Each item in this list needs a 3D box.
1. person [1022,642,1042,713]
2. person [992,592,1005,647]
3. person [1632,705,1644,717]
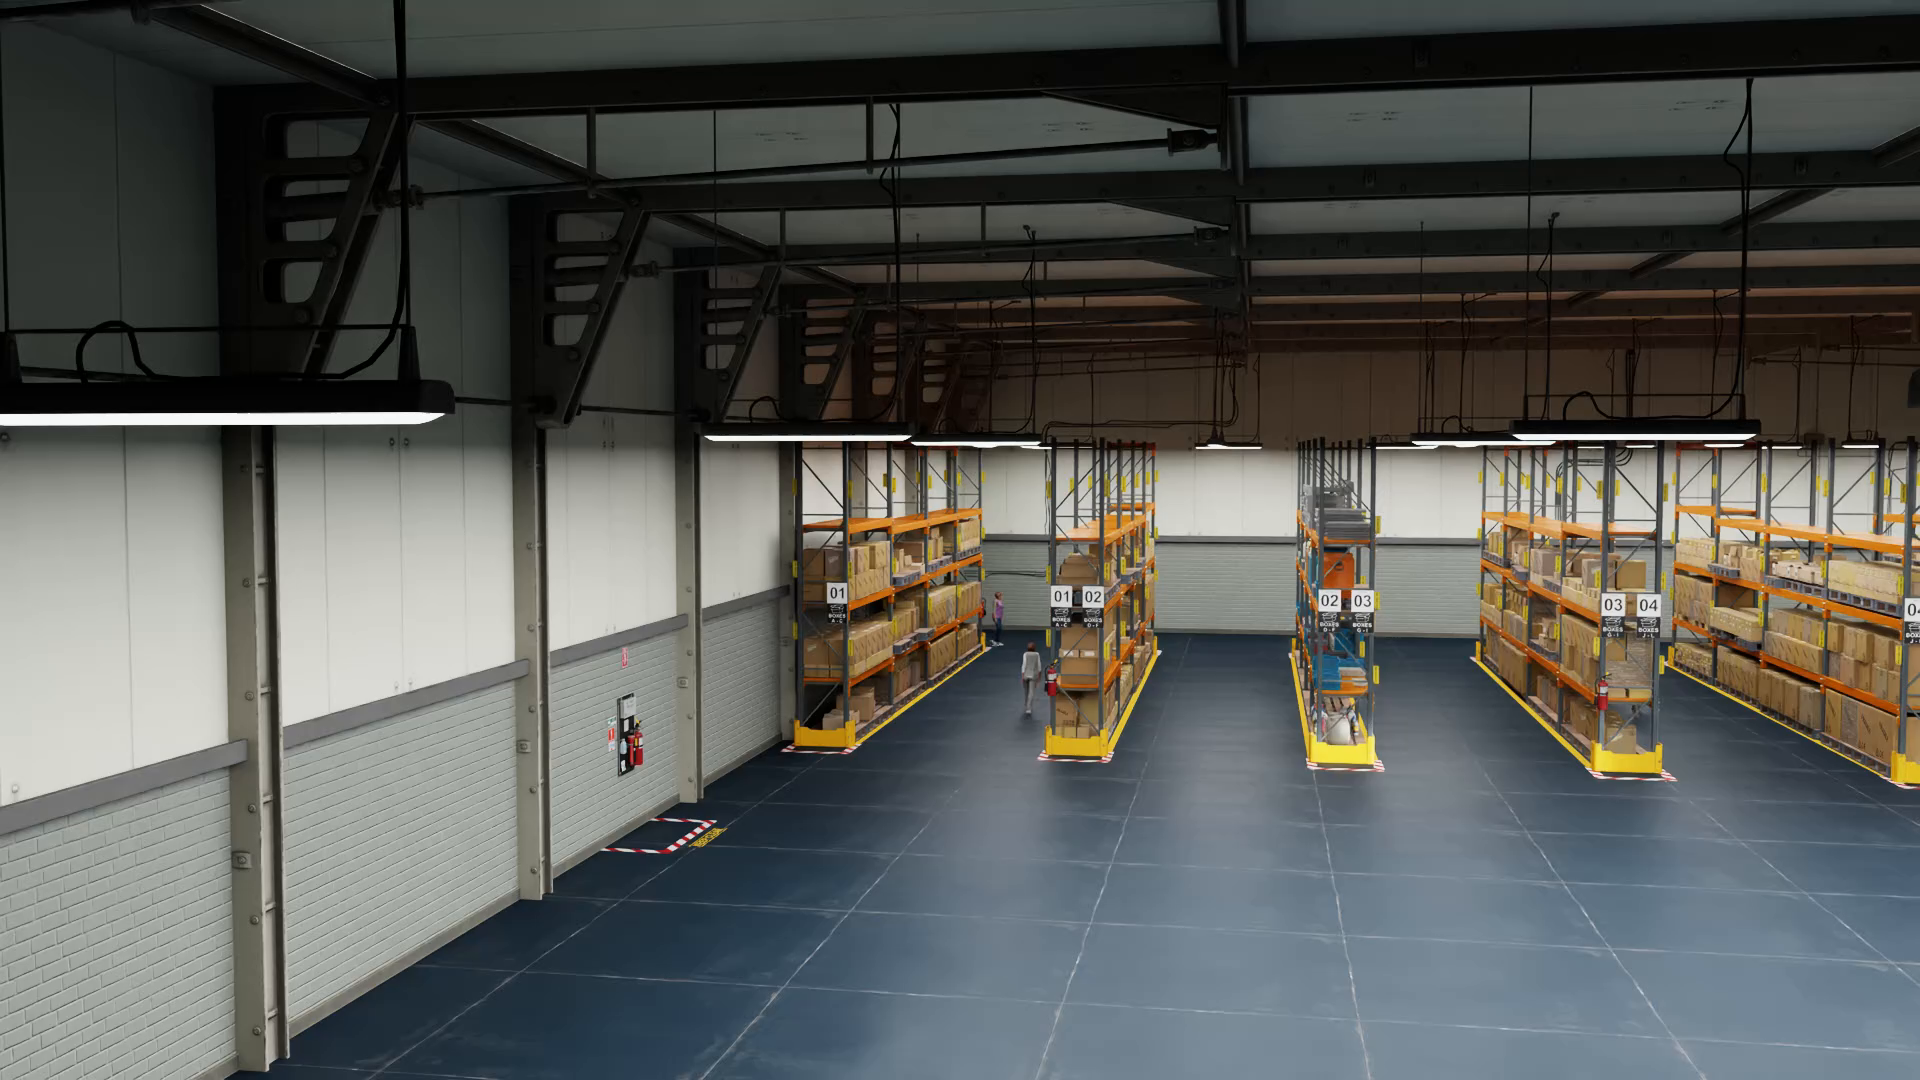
[{"bbox_3d":[1.579,2.999,36.525,0.427,1.526,0.945,1,3,10],"label":"person"},{"bbox_3d":[1.123,2.333,49.032,0.355,1.628,0.478,1,3,26],"label":"person"},{"bbox_3d":[14.665,2.997,35.888,0.462,1.607,0.955,1,3,17],"label":"person"}]
